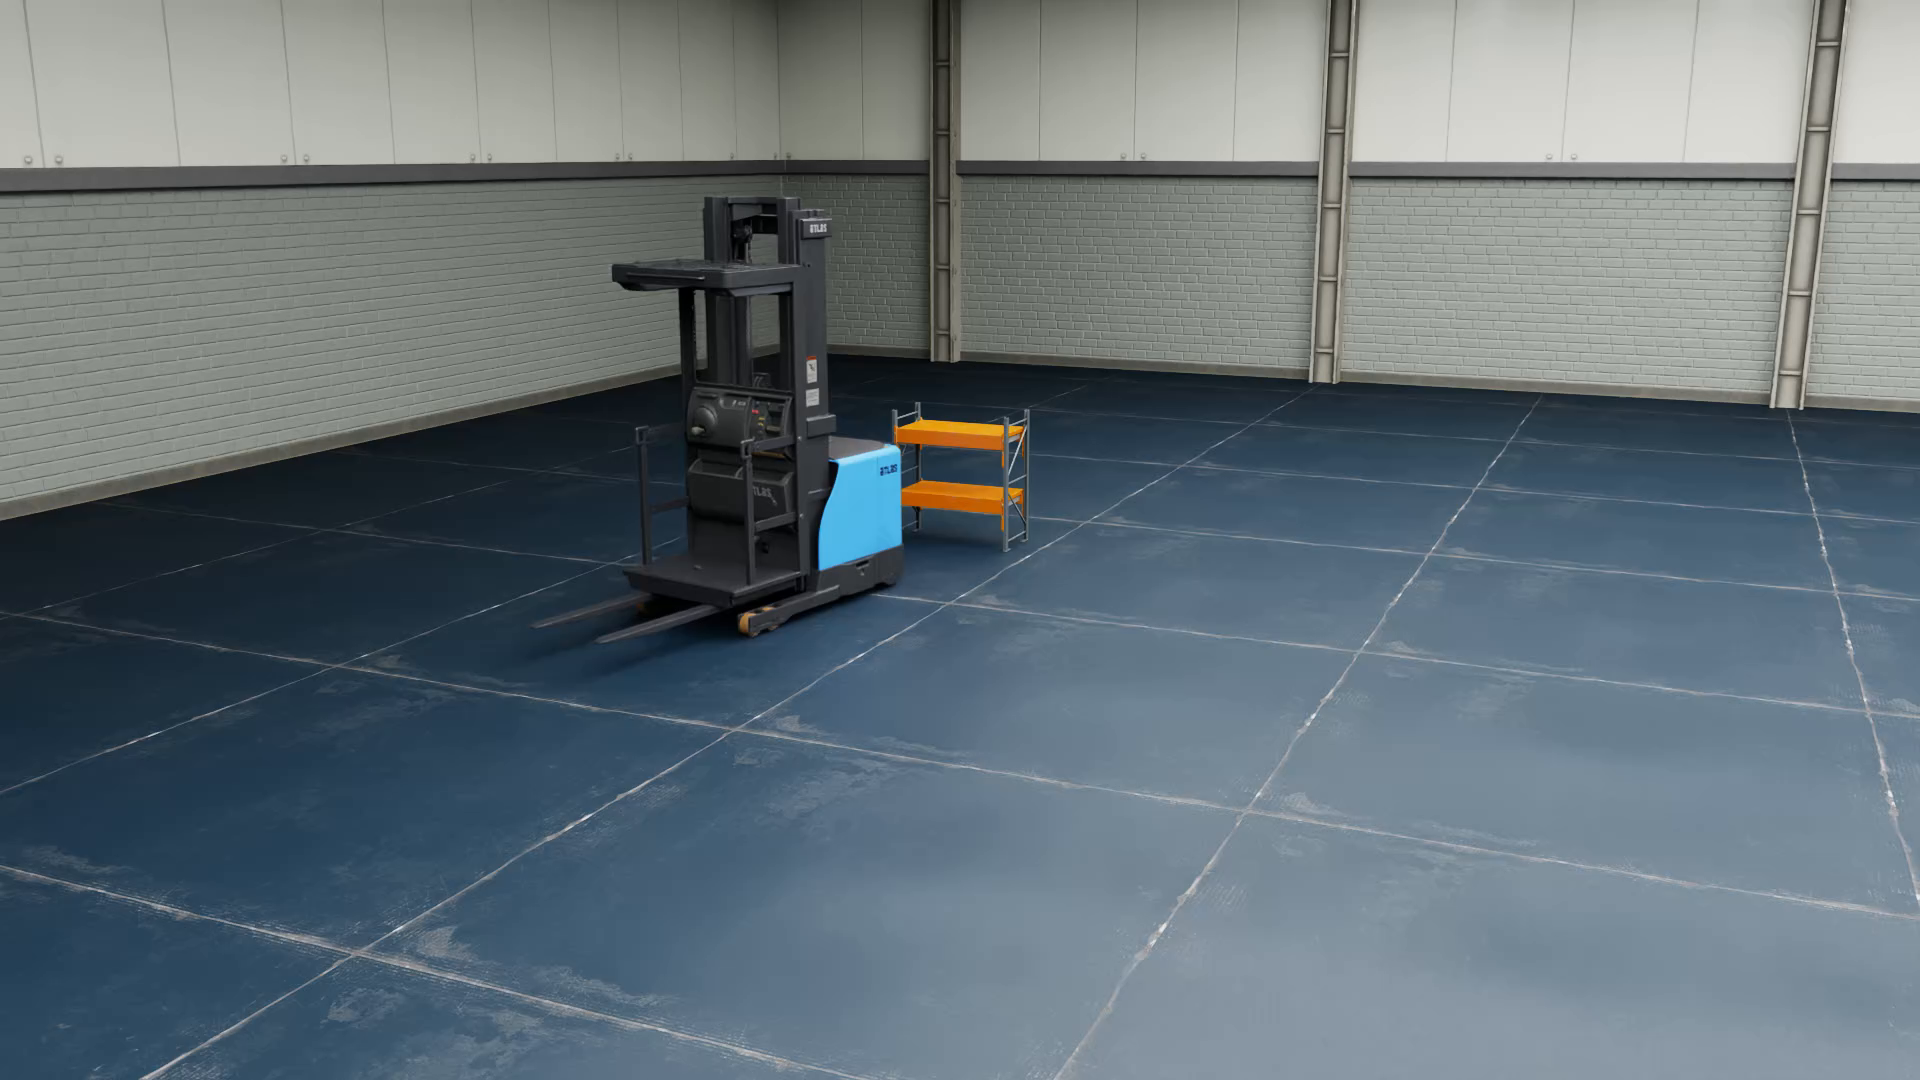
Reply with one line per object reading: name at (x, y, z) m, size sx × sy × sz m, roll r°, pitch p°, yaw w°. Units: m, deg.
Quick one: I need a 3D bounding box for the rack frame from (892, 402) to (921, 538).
rack frame at (-0.459, -0.594, 14.324) m, size 0.032 × 1.125 × 0.500 m, roll 6°, pitch 14°, yaw 23°

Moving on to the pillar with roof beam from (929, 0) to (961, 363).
pillar with roof beam at (-1.971, -6.322, 21.498) m, size 0.400 × 9.000 × 9.100 m, roll 6°, pitch 14°, yaw 23°

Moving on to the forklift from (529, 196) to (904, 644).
forklift at (-1.686, -0.886, 11.617) m, size 1.130 × 2.935 × 3.031 m, roll 9°, pitch 16°, yaw 34°

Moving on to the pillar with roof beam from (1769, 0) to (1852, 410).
pillar with roof beam at (9.000, -5.212, 16.766) m, size 0.400 × 9.000 × 9.100 m, roll 6°, pitch 14°, yaw 23°

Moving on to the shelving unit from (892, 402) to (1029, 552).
shelving unit at (0.006, -0.547, 14.124) m, size 1.048 × 1.125 × 0.538 m, roll 6°, pitch 14°, yaw 23°

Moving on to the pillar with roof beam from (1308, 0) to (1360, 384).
pillar with roof beam at (3.514, -5.767, 19.132) m, size 0.400 × 9.000 × 9.100 m, roll 6°, pitch 14°, yaw 23°

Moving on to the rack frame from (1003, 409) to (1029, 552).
rack frame at (0.471, -0.500, 13.923) m, size 0.032 × 1.125 × 0.500 m, roll 6°, pitch 14°, yaw 23°

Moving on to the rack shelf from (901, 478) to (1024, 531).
rack shelf at (0.006, -0.309, 14.180) m, size 1.000 × 0.278 × 0.538 m, roll 6°, pitch 14°, yaw 23°

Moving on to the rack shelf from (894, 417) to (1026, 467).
rack shelf at (0.006, -0.832, 14.057) m, size 1.000 × 0.278 × 0.538 m, roll 6°, pitch 14°, yaw 23°
